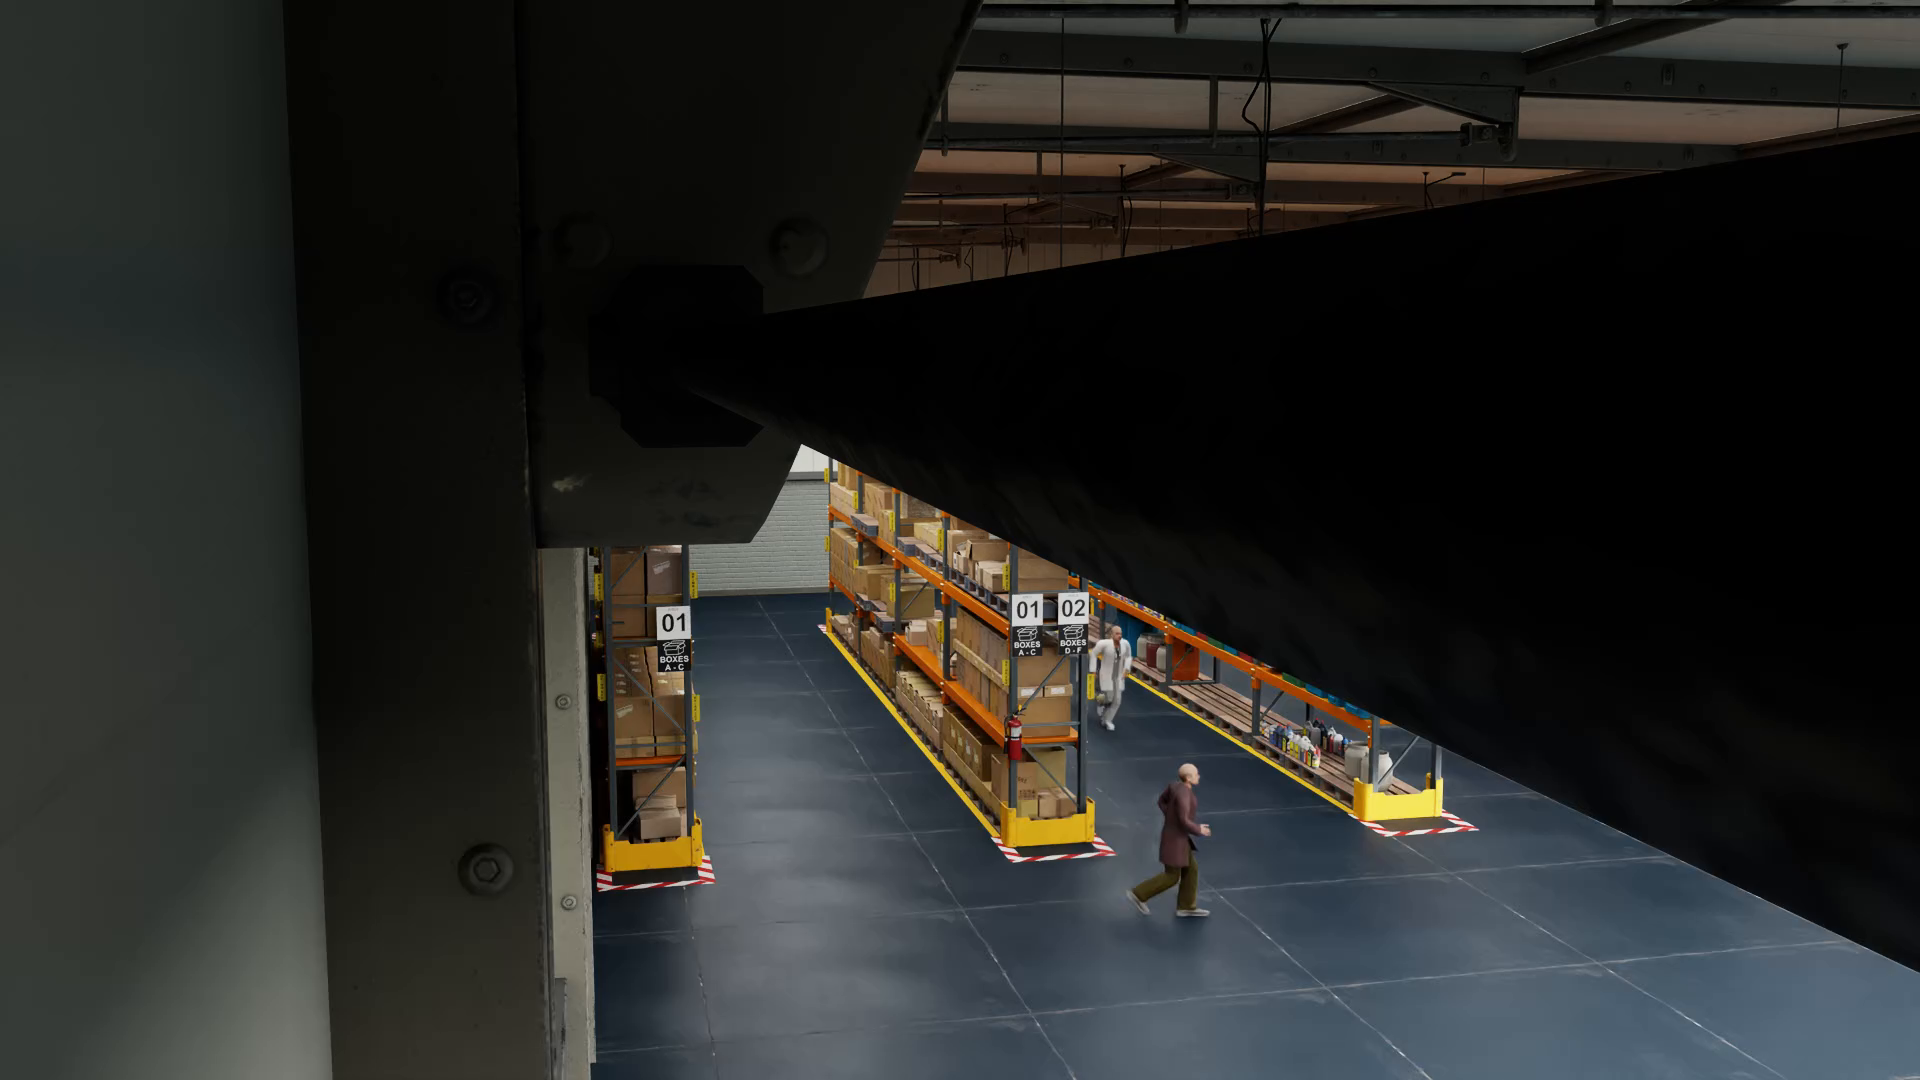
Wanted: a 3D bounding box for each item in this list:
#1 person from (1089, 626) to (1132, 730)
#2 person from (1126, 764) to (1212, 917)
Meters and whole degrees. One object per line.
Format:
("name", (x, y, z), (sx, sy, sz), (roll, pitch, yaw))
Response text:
("person", (2.477, 2.240, 27.389), (0.703, 1.714, 0.717), (-3, 7, -24))
("person", (2.325, 3.310, 18.265), (0.873, 1.740, 0.701), (0, 7, 2))
